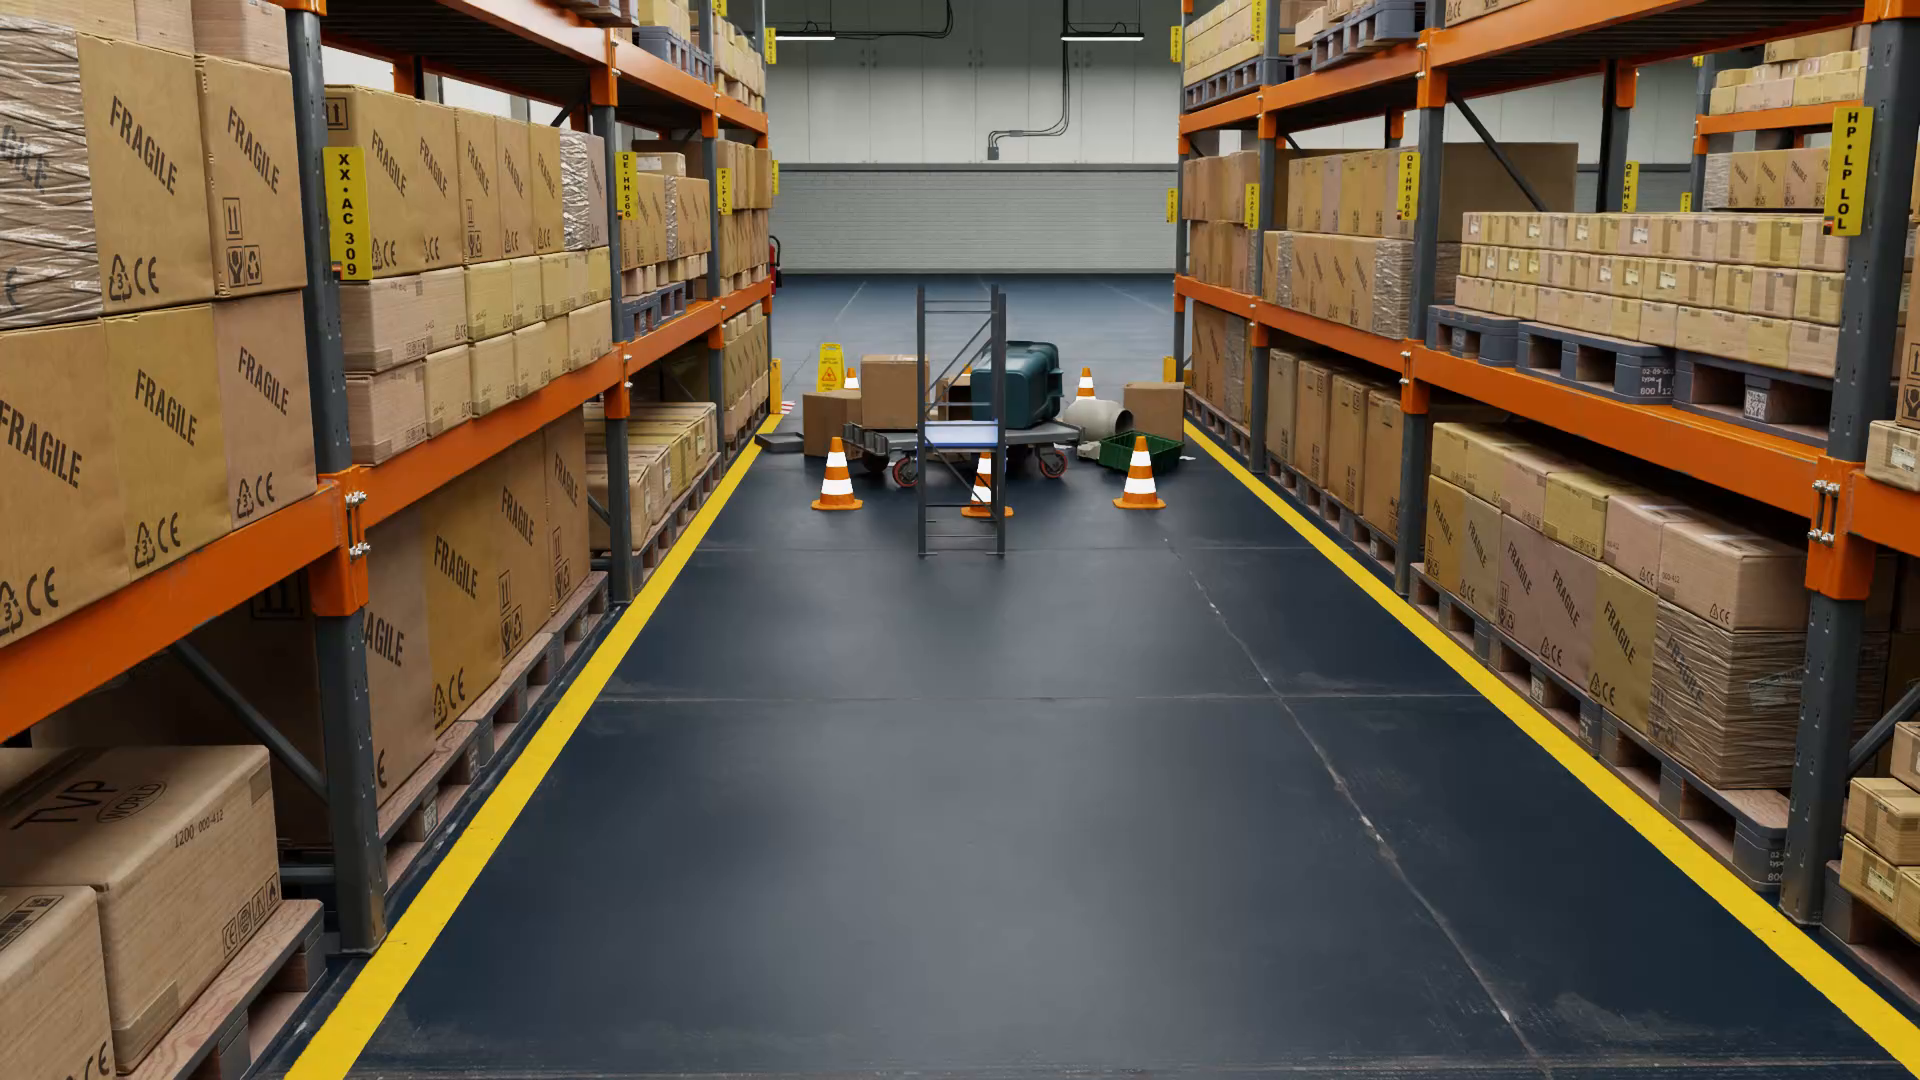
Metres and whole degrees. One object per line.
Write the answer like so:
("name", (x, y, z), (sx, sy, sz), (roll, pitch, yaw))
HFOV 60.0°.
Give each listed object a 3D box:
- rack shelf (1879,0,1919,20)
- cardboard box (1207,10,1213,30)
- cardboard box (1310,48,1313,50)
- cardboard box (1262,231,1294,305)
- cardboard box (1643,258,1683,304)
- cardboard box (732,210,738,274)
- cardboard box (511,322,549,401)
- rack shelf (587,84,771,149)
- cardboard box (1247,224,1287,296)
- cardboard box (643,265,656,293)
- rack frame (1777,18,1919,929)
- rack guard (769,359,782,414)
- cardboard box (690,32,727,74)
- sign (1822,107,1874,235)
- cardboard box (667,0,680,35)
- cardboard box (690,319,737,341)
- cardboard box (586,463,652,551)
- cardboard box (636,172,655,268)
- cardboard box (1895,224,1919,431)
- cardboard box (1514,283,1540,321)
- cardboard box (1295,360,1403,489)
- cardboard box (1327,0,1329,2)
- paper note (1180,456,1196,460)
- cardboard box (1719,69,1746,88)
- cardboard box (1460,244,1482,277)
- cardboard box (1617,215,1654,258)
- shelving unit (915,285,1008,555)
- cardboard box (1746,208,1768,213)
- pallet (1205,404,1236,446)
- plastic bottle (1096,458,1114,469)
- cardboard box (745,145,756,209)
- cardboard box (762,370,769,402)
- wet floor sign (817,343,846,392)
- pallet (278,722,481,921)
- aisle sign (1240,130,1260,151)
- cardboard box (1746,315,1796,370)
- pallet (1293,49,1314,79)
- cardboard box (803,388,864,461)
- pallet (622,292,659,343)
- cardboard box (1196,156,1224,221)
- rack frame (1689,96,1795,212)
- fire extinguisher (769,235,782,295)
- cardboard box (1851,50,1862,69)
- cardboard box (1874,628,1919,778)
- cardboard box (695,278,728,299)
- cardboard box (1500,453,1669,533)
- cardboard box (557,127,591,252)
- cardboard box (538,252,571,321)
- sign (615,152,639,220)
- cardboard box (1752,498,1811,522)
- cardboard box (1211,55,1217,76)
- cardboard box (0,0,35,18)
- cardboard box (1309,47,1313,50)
("rack shelf", (2.900, -1.112, 2.260), (1.077, 0.370, 4.000), (0, 11, -1))
("cardboard box", (2.325, -4.450, 14.221), (0.380, 0.149, 0.250), (0, 11, -2))
("cardboard box", (3.003, -3.860, 13.321), (0.380, 0.149, 0.250), (0, 11, -2))
("cardboard box", (2.435, -1.926, 11.755), (0.500, 0.500, 0.500), (0, 11, -1))
("cardboard box", (2.630, -0.906, 5.810), (0.380, 0.149, 0.250), (-1, 11, -4))
("cardboard box", (-2.017, -2.325, 12.975), (0.500, 0.500, 0.500), (0, 11, -1))
("cardboard box", (-1.841, -0.671, 6.198), (0.500, 0.250, 0.500), (0, 11, -2))
("rack shelf", (-2.295, -3.457, 13.819), (1.077, 0.370, 4.000), (0, 11, -1))
("cardboard box", (2.674, -2.129, 12.632), (0.875, 0.550, 0.550), (0, 11, -1))
("cardboard box", (-1.908, -1.460, 9.289), (0.380, 0.149, 0.250), (0, 11, -1))
("rack frame", (2.859, -0.392, 4.447), (1.000, 3.000, 0.127), (0, 11, -1))
("rack guard", (-2.334, -1.497, 16.179), (1.175, 0.500, 0.348), (0, 11, -1))
("cardboard box", (-1.989, -3.573, 12.210), (0.500, 0.250, 0.500), (0, 11, -2))
("sign", (2.304, -0.956, 4.317), (0.100, 0.325, 0.005), (0, 11, -1))
("cardboard box", (-2.091, -3.328, 10.696), (0.500, 0.250, 0.500), (0, 11, 0))
("cardboard box", (-1.938, -1.629, 12.886), (0.380, 0.149, 0.250), (0, 11, 0))
("cardboard box", (-2.172, -0.177, 8.940), (0.950, 0.372, 0.625), (-1, 12, -5))
("cardboard box", (-1.966, -1.741, 9.042), (0.500, 0.500, 0.500), (0, 11, 2))
("cardboard box", (2.617, -0.487, 3.917), (0.500, 0.500, 0.500), (0, 11, -2))
("cardboard box", (2.602, -1.019, 7.115), (0.380, 0.149, 0.250), (0, 11, 1))
("cardboard box", (2.813, -0.771, 10.916), (1.050, 0.750, 0.750), (0, 11, -1))
("cardboard box", (3.014, -4.150, 12.743), (0.380, 0.149, 0.250), (0, 11, -2))
("paper note", (1.774, -0.657, 13.221), (0.147, 0.020, 0.142), (-10, 15, -40))
("cardboard box", (7.255, -4.262, 15.353), (0.380, 0.149, 0.250), (0, 11, 0))
("cardboard box", (2.586, -1.319, 7.842), (0.380, 0.149, 0.250), (0, 11, 1))
("cardboard box", (2.629, -1.104, 6.037), (0.380, 0.149, 0.250), (-1, 11, -4))
("shelving unit", (-0.002, -0.752, 9.994), (0.538, 1.500, 1.048), (0, 11, -1))
("cardboard box", (7.686, -2.764, 15.140), (0.875, 0.500, 0.500), (0, 11, -1))
("pallet", (2.728, -1.010, 14.508), (1.003, 0.211, 1.213), (0, 11, -1))
("plastic bottle", (1.179, -0.591, 12.818), (0.133, 0.061, 0.283), (-7, 13, -30))
("cardboard box", (-2.018, -2.916, 13.376), (0.700, 0.500, 0.500), (0, 11, -2))
("cardboard box", (-2.050, -1.431, 15.427), (0.500, 0.250, 0.500), (0, 11, -1))
("wet floor sign", (-1.270, -1.625, 16.447), (0.267, 0.644, 0.232), (4, 12, 18))
("pallet", (-2.179, 0.862, 5.279), (1.003, 0.211, 1.213), (0, 11, -1))
("aisle sign", (2.909, -4.067, 16.022), (0.394, 0.787, 0.004), (0, 11, -1))
("cardboard box", (2.647, -0.604, 5.070), (0.380, 0.149, 0.250), (0, 11, -1))
("pallet", (2.762, -3.176, 11.109), (0.805, 0.209, 1.217), (-1, 11, -3))
("cardboard box", (-0.915, -0.937, 13.412), (0.500, 0.500, 0.500), (9, 15, 38))
("pallet", (-2.292, -1.194, 8.882), (1.213, 0.211, 1.003), (0, 11, -1))
("cardboard box", (2.559, -3.085, 14.629), (0.875, 0.550, 0.550), (0, 11, -1))
("rack frame", (7.572, -2.778, 16.206), (1.000, 3.000, 0.127), (0, 11, -1))
("fire extinguisher", (-1.878, -2.724, 16.135), (0.296, 0.674, 0.183), (0, 11, -1))
("cardboard box", (7.390, -3.847, 13.308), (0.380, 0.149, 0.250), (0, 11, 1))
("cardboard box", (3.109, 0.479, 5.383), (0.500, 0.500, 0.500), (0, 11, 1))
("cardboard box", (-1.939, -1.883, 12.426), (0.380, 0.149, 0.250), (0, 11, -1))
("cardboard box", (2.556, -0.198, 6.836), (0.500, 0.250, 0.500), (0, 11, -1))
("cardboard box", (-1.880, -1.482, 7.054), (0.500, 0.500, 0.500), (0, 11, 0))
("cardboard box", (-1.861, -1.019, 6.659), (0.500, 0.250, 0.500), (-1, 11, -3))
("sign", (-1.616, -1.717, 8.066), (0.100, 0.325, 0.005), (0, 11, -1))
("cardboard box", (3.094, 0.006, 5.830), (0.500, 0.250, 0.500), (0, 11, 0))
("cardboard box", (2.330, -4.008, 14.051), (0.380, 0.149, 0.250), (0, 11, -1))
("cardboard box", (-1.807, -0.946, 2.781), (0.380, 0.149, 0.250), (0, 11, -2))
("cardboard box", (2.941, -4.078, 13.394), (0.500, 0.250, 0.500), (0, 11, -2))
